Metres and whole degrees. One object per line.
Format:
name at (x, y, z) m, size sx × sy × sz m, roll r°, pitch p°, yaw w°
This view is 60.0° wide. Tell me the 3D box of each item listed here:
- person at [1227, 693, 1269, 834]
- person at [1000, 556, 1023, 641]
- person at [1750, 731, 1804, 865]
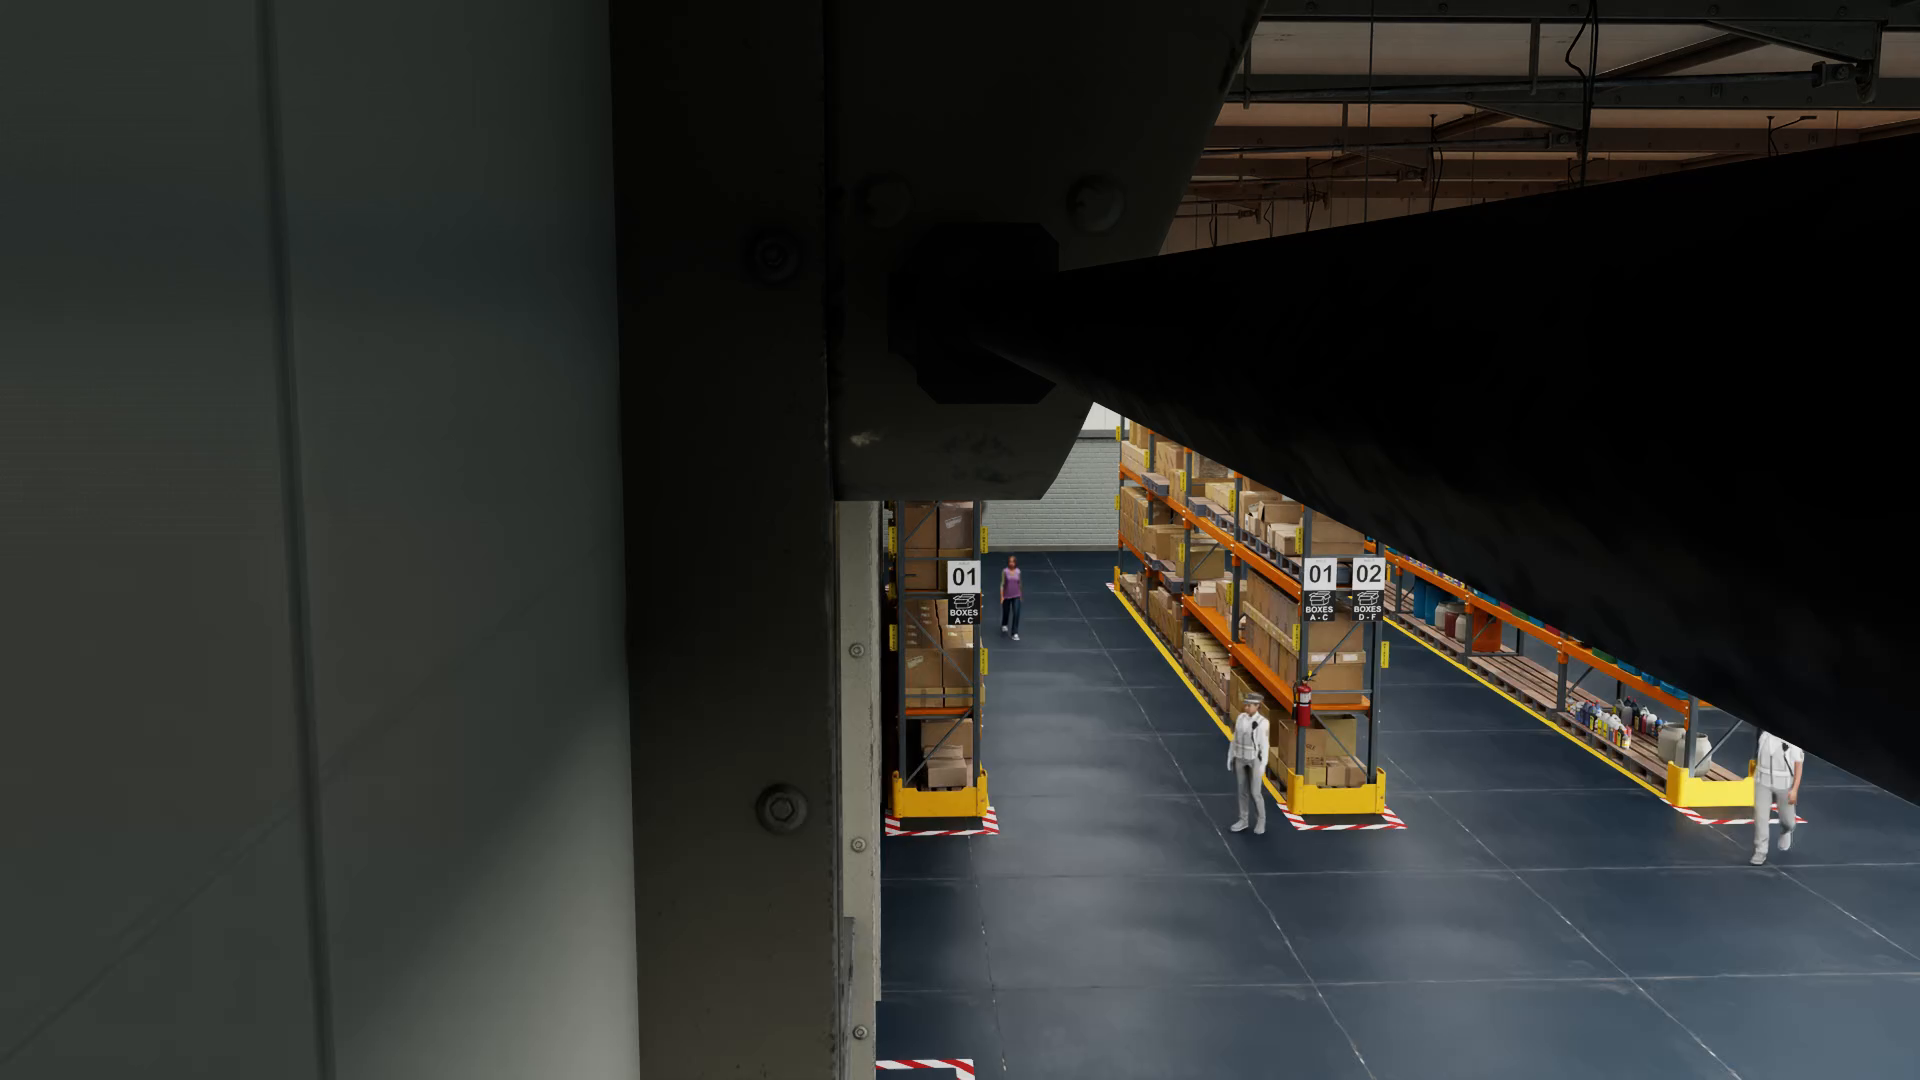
person at (3.431, 2.658, 19.918) m, size 0.512 × 1.699 × 0.398 m, roll 7°, pitch 11°, yaw 40°
person at (0.961, 1.112, 31.278) m, size 0.466 × 1.454 × 0.823 m, roll -1°, pitch 8°, yaw -9°
person at (9.261, 2.755, 18.848) m, size 0.504 × 1.753 × 0.793 m, roll 4°, pitch 9°, yaw 28°
